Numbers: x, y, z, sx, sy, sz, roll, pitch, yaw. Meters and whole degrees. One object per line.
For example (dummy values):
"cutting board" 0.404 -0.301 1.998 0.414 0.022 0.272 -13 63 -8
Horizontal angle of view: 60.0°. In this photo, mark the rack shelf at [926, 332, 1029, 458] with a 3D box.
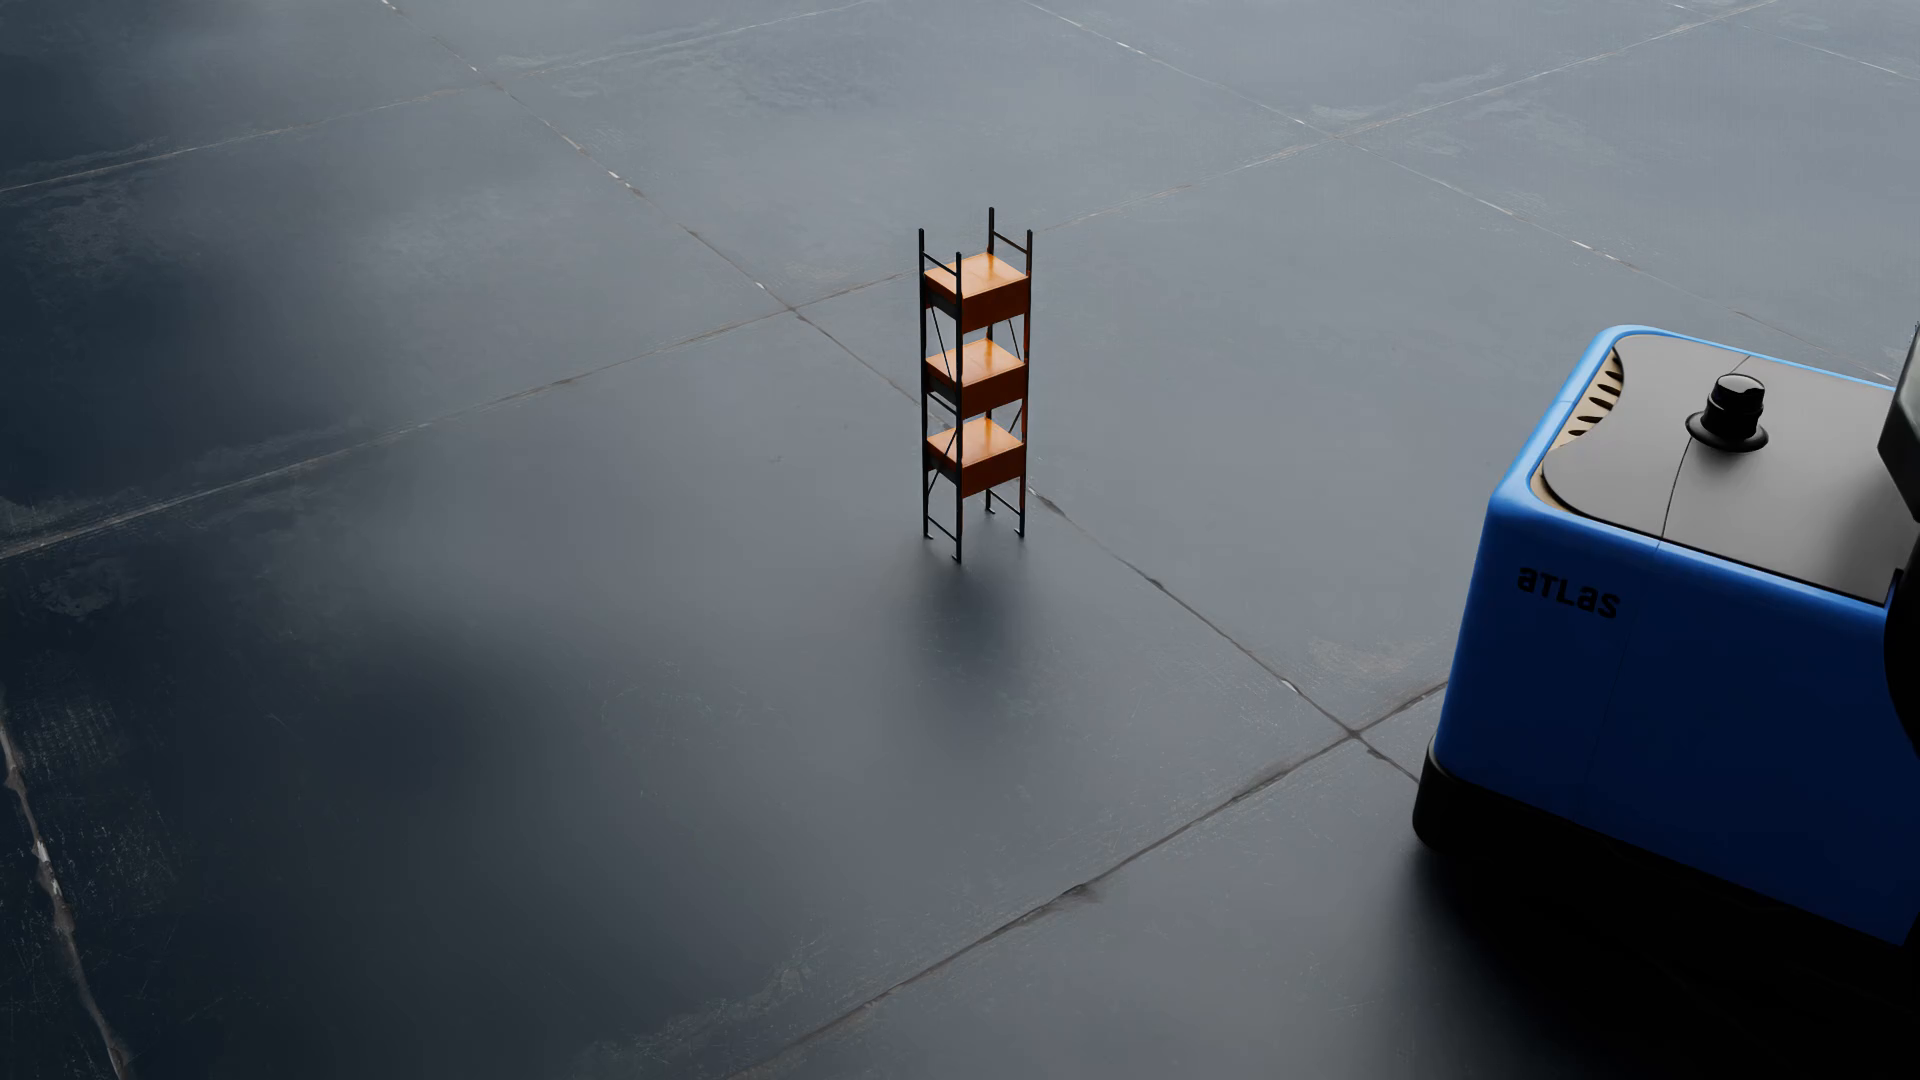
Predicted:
"rack shelf" 0.044 -0.436 4.975 0.240 0.259 0.215 -22 41 -28

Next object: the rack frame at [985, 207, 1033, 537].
"rack frame" 0.143 -0.485 5.026 0.008 1.050 0.200 -22 41 -28

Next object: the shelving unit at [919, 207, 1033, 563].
"shelving unit" 0.044 -0.444 4.968 0.252 1.050 0.215 -22 41 -28

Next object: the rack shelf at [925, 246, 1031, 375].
"rack shelf" 0.044 -0.666 4.809 0.240 0.259 0.215 -22 41 -28

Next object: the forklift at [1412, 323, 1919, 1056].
"forklift" 2.648 -0.187 3.000 3.031 2.935 1.130 20 40 26

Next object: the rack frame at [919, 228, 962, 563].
"rack frame" -0.056 -0.403 4.911 0.008 1.050 0.200 -22 41 -28

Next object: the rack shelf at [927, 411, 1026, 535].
"rack shelf" 0.044 -0.210 5.137 0.240 0.259 0.215 -22 41 -28
